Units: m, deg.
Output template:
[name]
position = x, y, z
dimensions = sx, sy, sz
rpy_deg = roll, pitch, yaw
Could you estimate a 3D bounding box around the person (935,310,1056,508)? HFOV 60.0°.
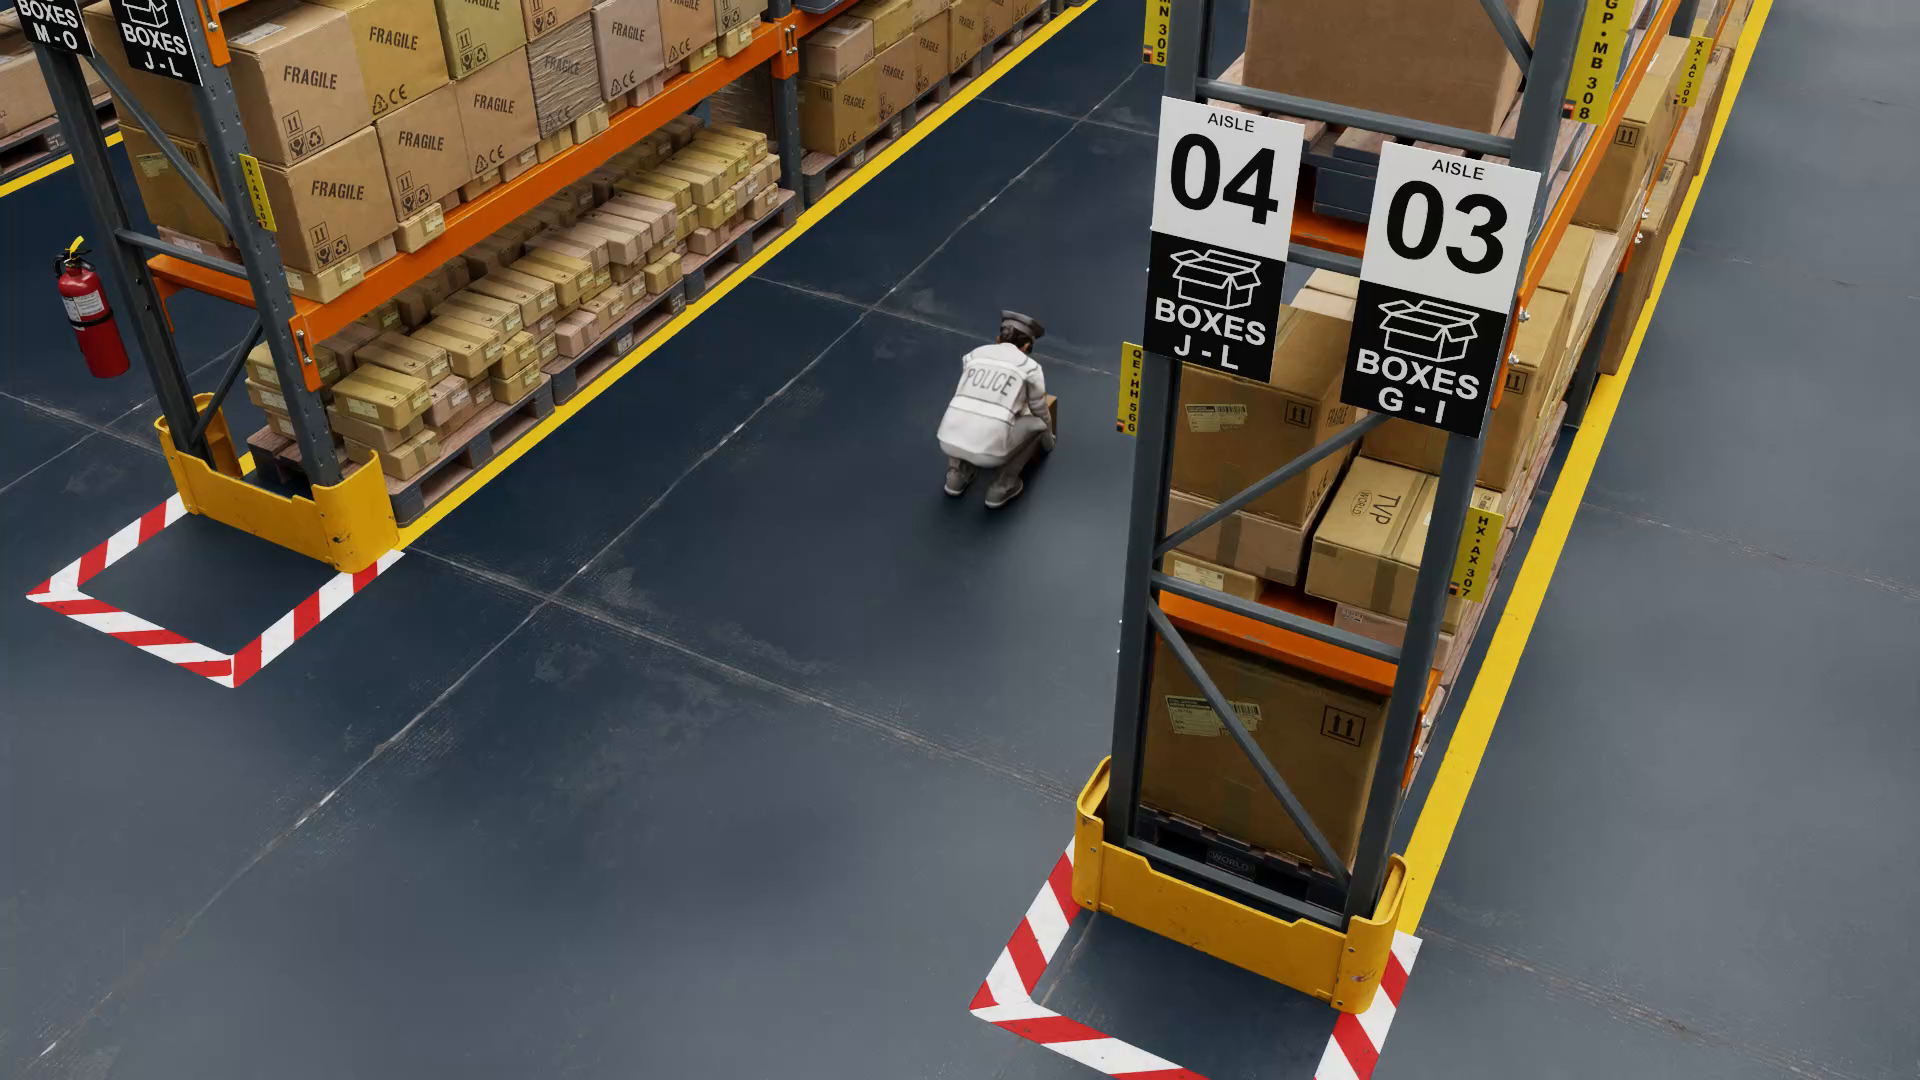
[person]
position = 0.187, -0.629, 8.326
dimensions = 0.474, 0.853, 0.886
rpy_deg = 17, 41, 21
